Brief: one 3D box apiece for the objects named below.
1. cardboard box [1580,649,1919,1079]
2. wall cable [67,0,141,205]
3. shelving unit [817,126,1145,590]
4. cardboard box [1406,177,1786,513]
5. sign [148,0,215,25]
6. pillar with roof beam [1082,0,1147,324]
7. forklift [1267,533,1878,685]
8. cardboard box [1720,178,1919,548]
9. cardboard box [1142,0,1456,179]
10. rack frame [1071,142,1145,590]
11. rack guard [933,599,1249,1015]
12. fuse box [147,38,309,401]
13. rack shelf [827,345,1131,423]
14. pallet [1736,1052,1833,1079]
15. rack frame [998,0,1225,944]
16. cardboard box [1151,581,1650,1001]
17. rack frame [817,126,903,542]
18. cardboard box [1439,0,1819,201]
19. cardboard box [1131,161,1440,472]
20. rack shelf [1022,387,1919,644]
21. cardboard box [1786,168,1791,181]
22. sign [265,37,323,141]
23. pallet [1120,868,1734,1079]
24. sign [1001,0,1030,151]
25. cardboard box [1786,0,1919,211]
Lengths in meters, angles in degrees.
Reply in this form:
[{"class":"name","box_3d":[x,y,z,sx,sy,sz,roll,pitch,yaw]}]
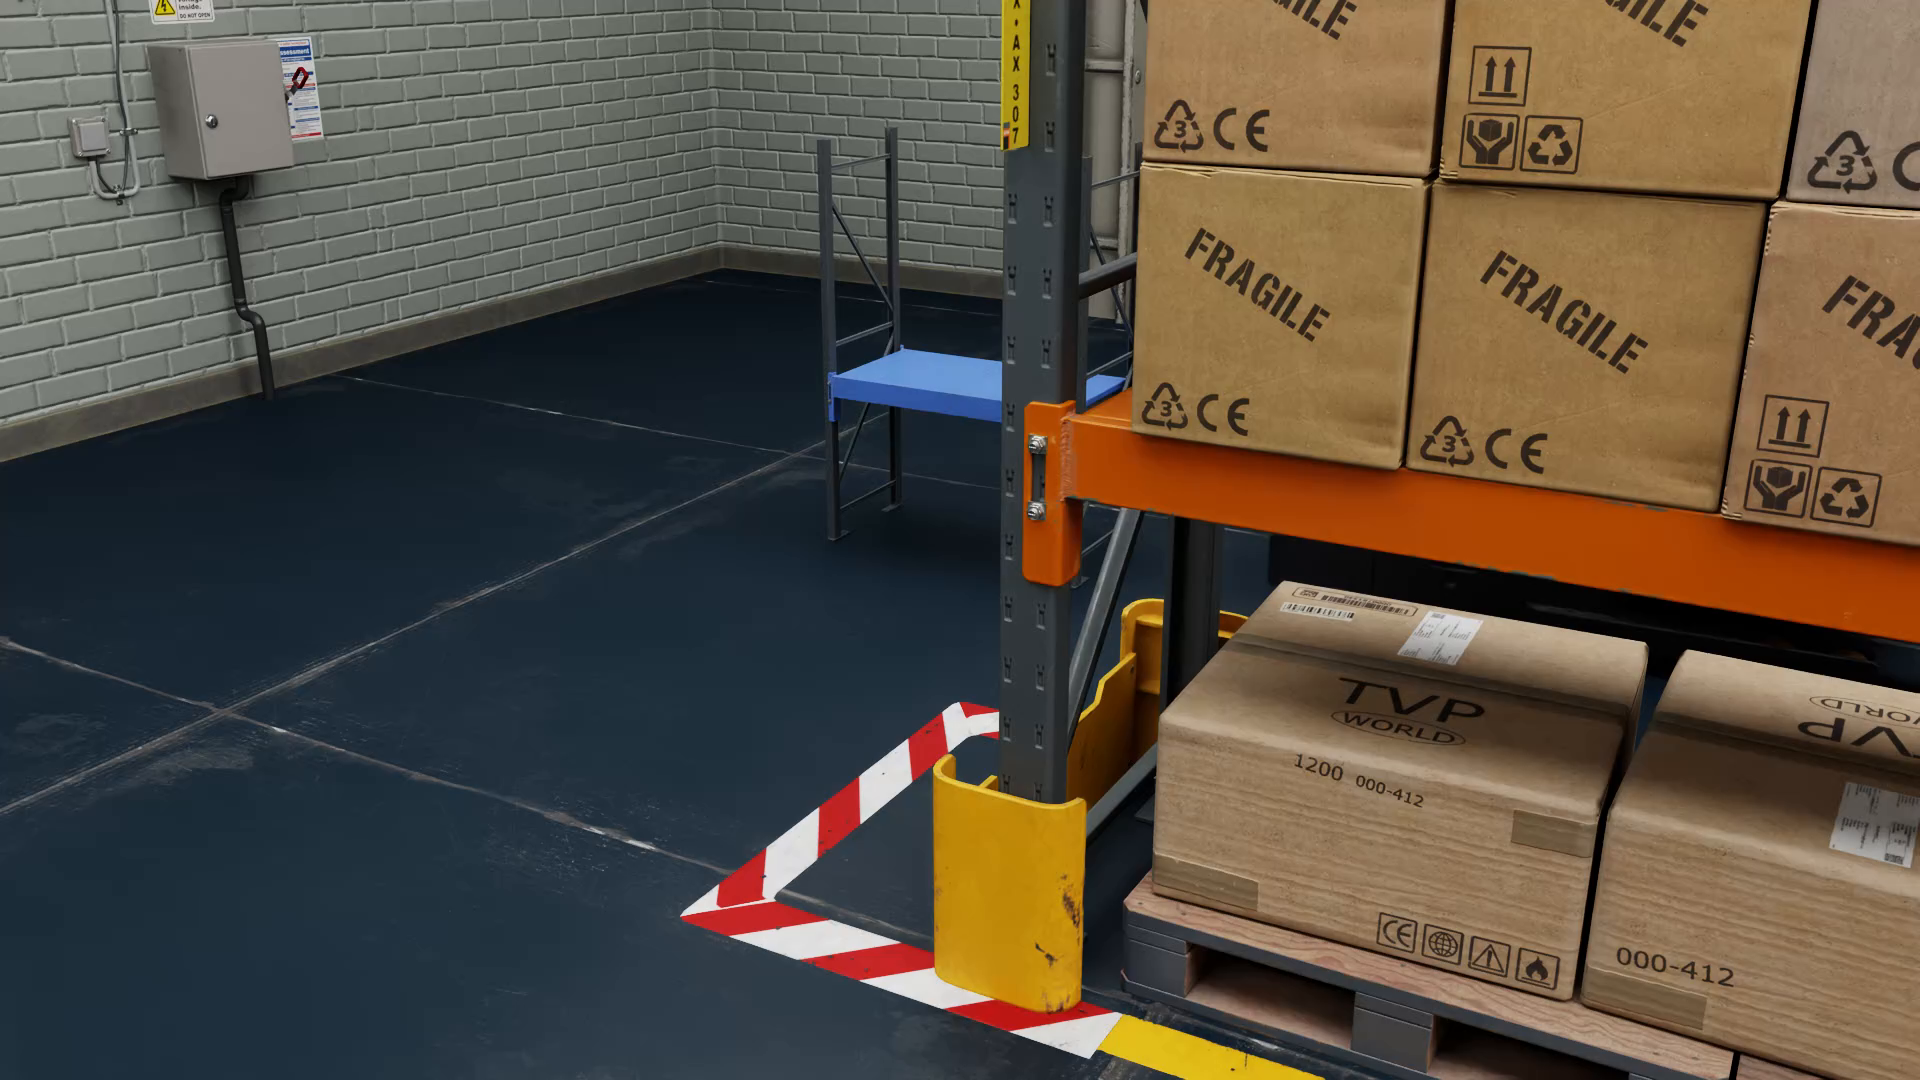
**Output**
[{"class":"cardboard box","box_3d":[1.803,0.653,3.308,0.875,0.438,0.875,11,23,29]},{"class":"wall cable","box_3d":[-3.877,-2.416,7.138,0.122,1.984,0.588,11,23,27]},{"class":"shelving unit","box_3d":[0.074,-0.691,6.070,1.048,1.500,0.538,11,23,27]},{"class":"cardboard box","box_3d":[1.109,-0.390,2.894,0.500,0.500,0.500,10,22,27]},{"class":"sign","box_3d":[-3.615,-2.522,7.708,0.001,0.242,0.339,11,23,27]},{"class":"pillar with roof beam","box_3d":[-1.221,-4.318,5.071,0.400,9.000,9.100,11,23,27]},{"class":"forklift","box_3d":[2.621,-1.086,5.060,3.031,2.935,1.130,9,22,24]},{"class":"cardboard box","box_3d":[1.545,-0.300,2.646,0.500,0.500,0.500,11,22,27]},{"class":"cardboard box","box_3d":[0.655,-0.936,2.935,0.500,0.500,0.500,10,22,26]},{"class":"rack frame","box_3d":[0.518,-0.606,5.837,0.032,1.500,0.500,11,23,27]},{"class":"rack guard","box_3d":[0.354,0.587,4.013,0.348,0.500,1.175,11,23,27]},{"class":"fuse box","box_3d":[-3.407,-1.510,8.019,0.414,1.711,0.539,11,23,27]},{"class":"rack shelf","box_3d":[0.074,-0.522,6.132,1.000,0.185,0.538,11,23,27]},{"class":"pallet","box_3d":[2.172,1.040,3.189,1.213,0.211,1.003,11,23,27]},{"class":"rack frame","box_3d":[0.375,-0.584,3.576,0.127,3.000,1.000,11,23,27]},{"class":"cardboard box","box_3d":[1.000,0.503,3.721,0.875,0.438,0.875,10,22,25]},{"class":"rack frame","box_3d":[-0.369,-0.775,6.303,0.032,1.500,0.500,11,23,27]},{"class":"cardboard box","box_3d":[1.110,-0.853,2.704,0.500,0.500,0.500,10,22,26]},{"class":"cardboard box","box_3d":[0.654,-0.466,3.103,0.500,0.500,0.500,11,22,27]},{"class":"rack shelf","box_3d":[2.121,0.087,2.782,4.000,0.370,1.077,11,23,27]},{"class":"cardboard box","box_3d":[1.356,-0.542,3.313,0.500,0.500,0.500,10,22,26]},{"class":"sign","box_3d":[-3.347,-2.253,8.316,0.001,0.494,0.329,11,23,27]},{"class":"pallet","box_3d":[1.111,0.837,3.749,1.213,0.211,1.003,11,23,27]},{"class":"sign","box_3d":[0.099,-0.864,2.962,0.005,0.325,0.100,11,23,27]},{"class":"cardboard box","box_3d":[1.563,-0.769,2.474,0.500,0.500,0.500,11,22,27]}]
